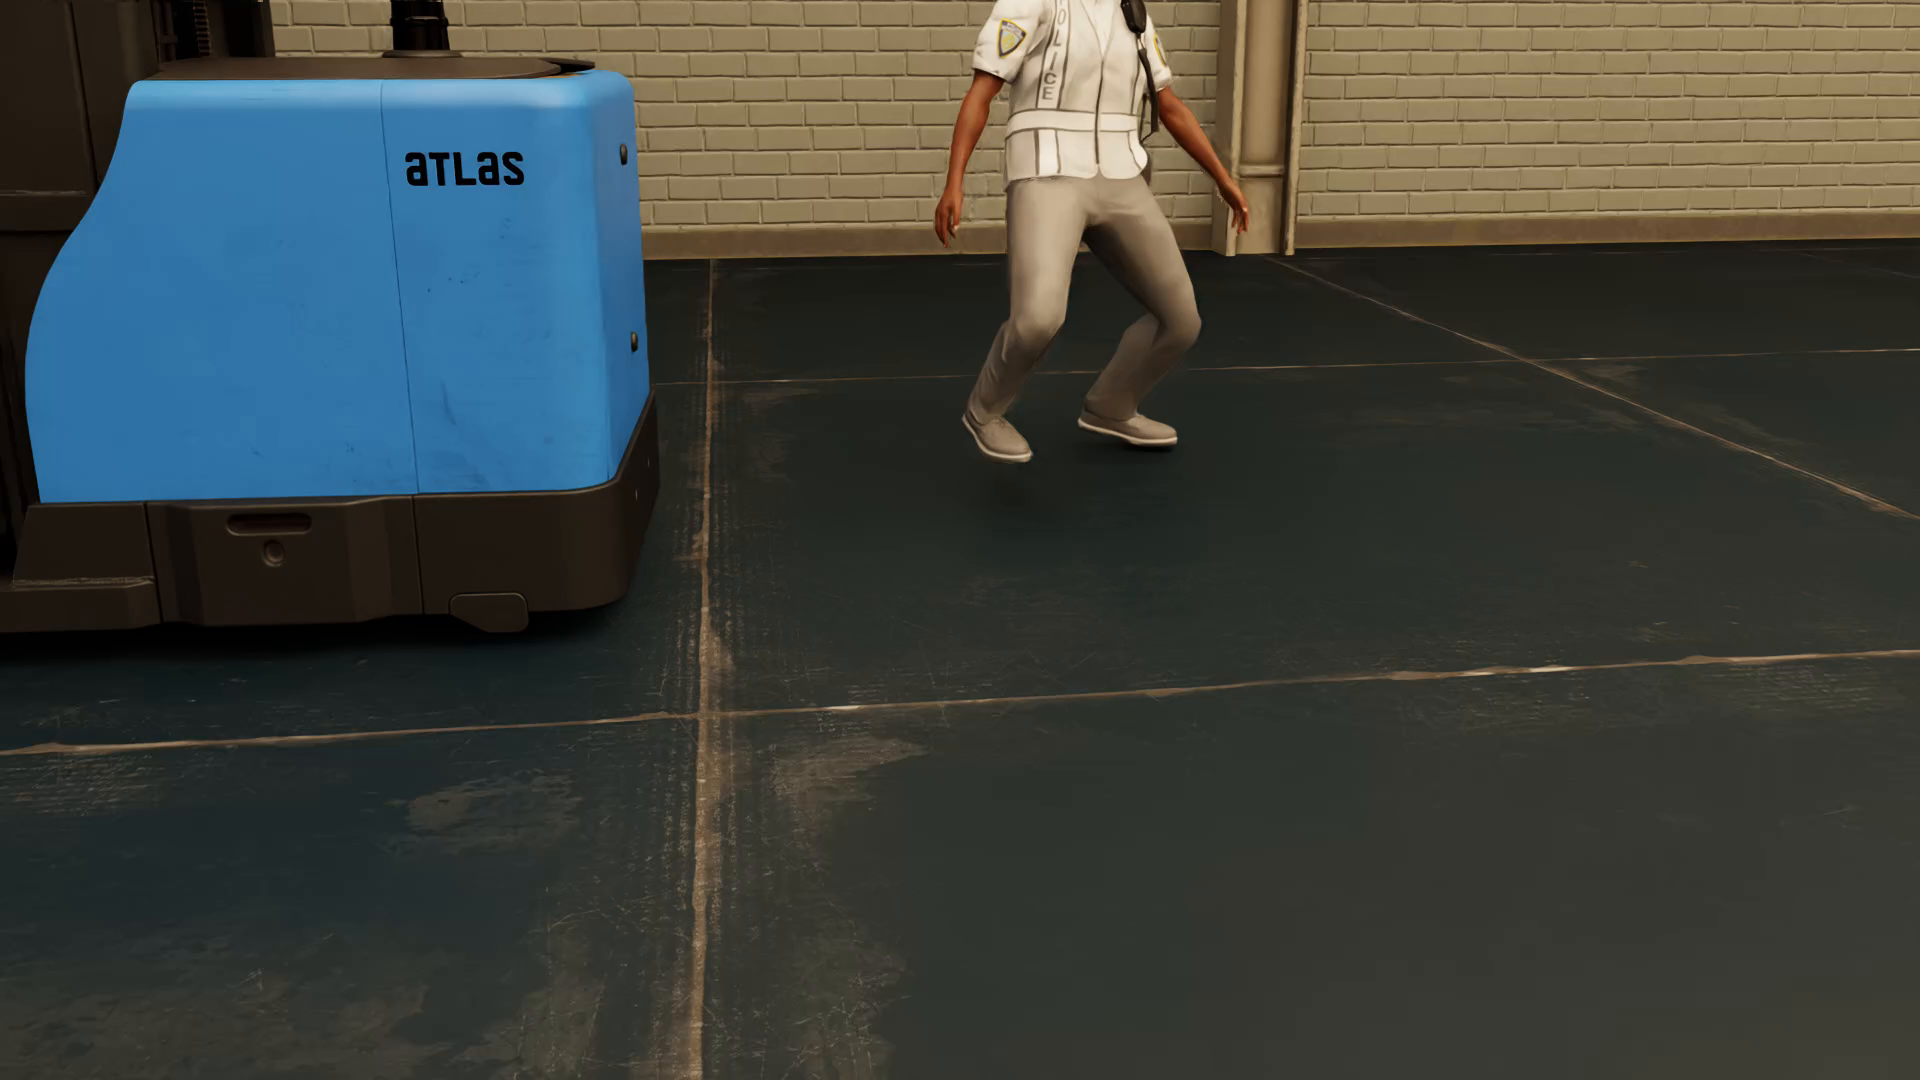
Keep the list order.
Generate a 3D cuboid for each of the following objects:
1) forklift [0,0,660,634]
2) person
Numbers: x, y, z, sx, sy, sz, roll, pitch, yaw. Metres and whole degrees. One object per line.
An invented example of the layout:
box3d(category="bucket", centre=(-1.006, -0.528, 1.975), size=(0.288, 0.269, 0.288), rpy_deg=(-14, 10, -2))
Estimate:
box3d(category="forklift", centre=(-2.221, -1.308, 3.228), size=(3.031, 2.935, 1.130), rpy_deg=(-2, 17, -5))
box3d(category="person", centre=(0.330, -0.938, 4.361), size=(0.851, 1.527, 0.578), rpy_deg=(-8, 19, -25))
